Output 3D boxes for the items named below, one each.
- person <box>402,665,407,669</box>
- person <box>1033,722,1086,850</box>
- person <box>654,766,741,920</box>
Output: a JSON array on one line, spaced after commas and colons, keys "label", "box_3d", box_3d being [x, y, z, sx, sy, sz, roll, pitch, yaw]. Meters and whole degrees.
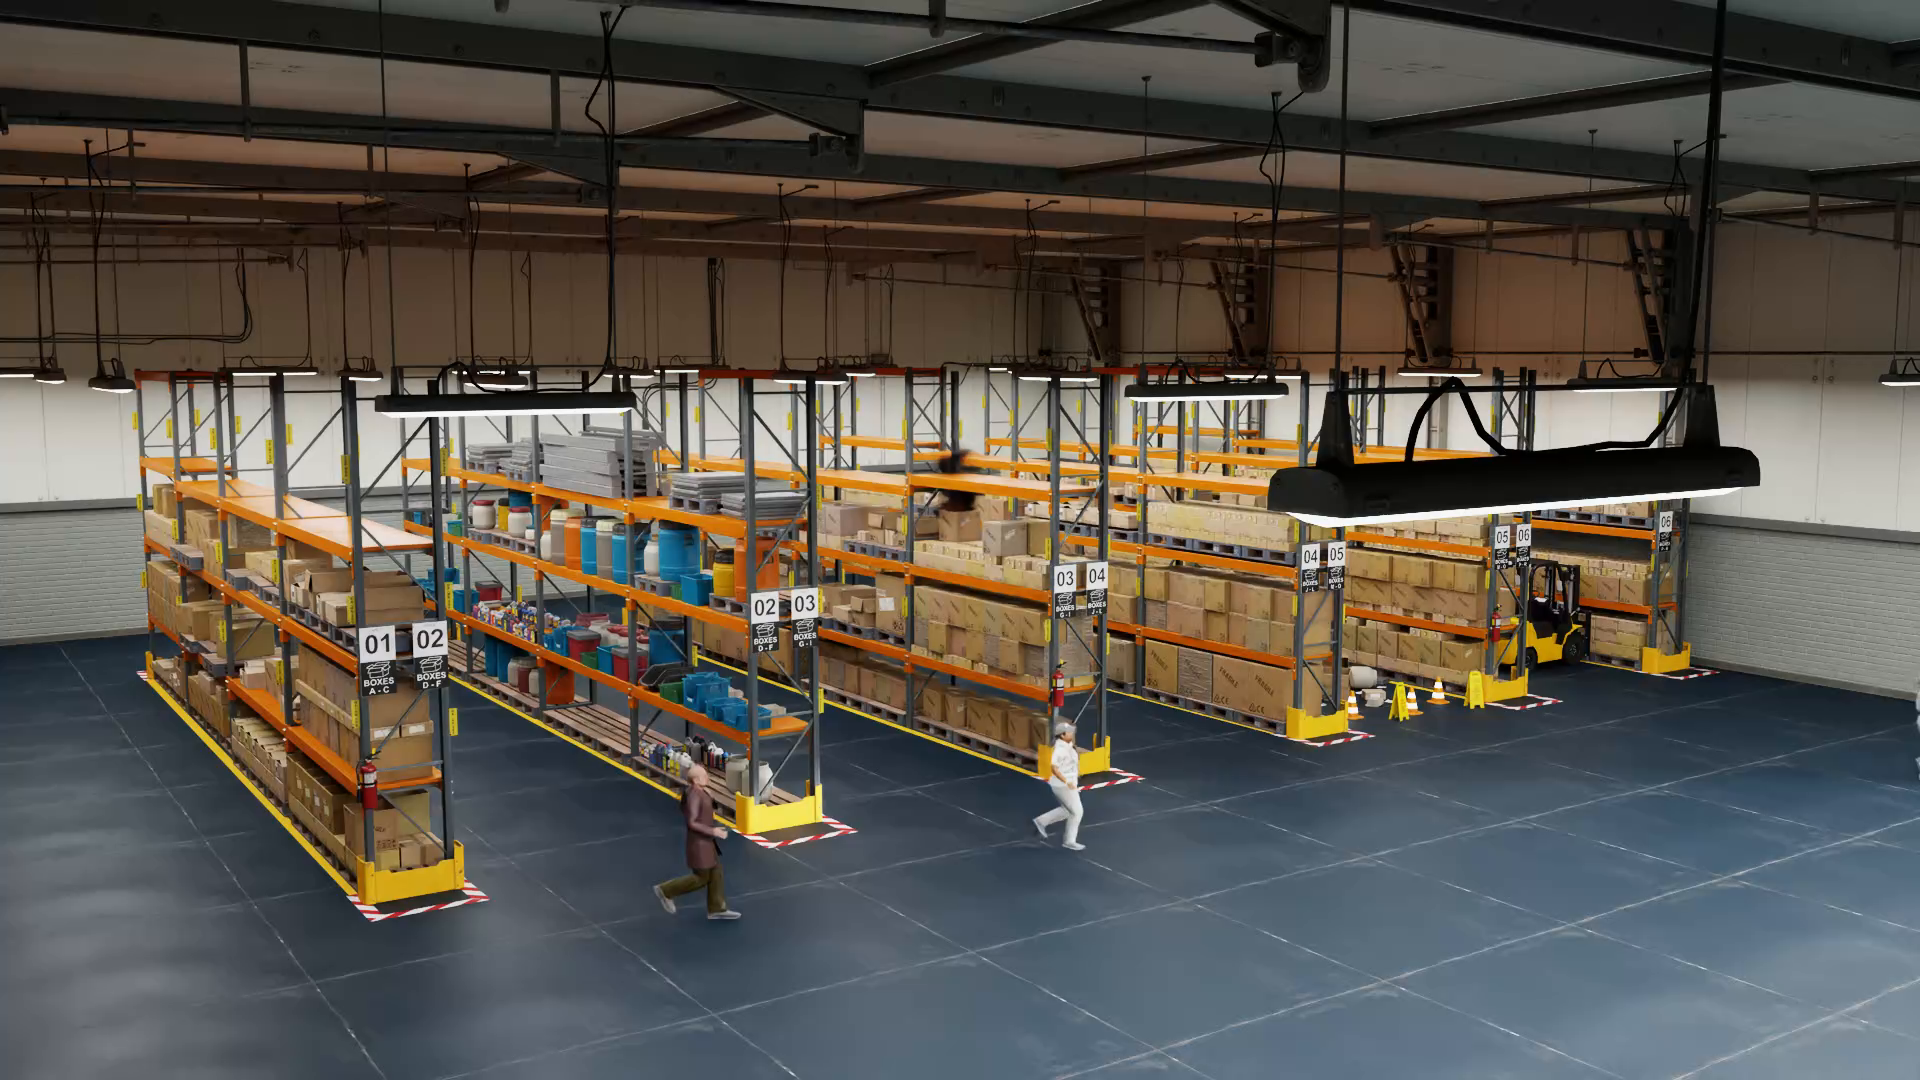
[{"label": "person", "box_3d": [-9.804, 2.169, 28.889, 0.897, 1.818, 0.671, 6, 9, 44]}, {"label": "person", "box_3d": [1.271, 3.137, 21.260, 0.677, 1.654, 0.607, 0, 6, 2]}, {"label": "person", "box_3d": [-2.920, 3.375, 18.490, 0.936, 1.759, 0.721, -1, 6, -5]}]
